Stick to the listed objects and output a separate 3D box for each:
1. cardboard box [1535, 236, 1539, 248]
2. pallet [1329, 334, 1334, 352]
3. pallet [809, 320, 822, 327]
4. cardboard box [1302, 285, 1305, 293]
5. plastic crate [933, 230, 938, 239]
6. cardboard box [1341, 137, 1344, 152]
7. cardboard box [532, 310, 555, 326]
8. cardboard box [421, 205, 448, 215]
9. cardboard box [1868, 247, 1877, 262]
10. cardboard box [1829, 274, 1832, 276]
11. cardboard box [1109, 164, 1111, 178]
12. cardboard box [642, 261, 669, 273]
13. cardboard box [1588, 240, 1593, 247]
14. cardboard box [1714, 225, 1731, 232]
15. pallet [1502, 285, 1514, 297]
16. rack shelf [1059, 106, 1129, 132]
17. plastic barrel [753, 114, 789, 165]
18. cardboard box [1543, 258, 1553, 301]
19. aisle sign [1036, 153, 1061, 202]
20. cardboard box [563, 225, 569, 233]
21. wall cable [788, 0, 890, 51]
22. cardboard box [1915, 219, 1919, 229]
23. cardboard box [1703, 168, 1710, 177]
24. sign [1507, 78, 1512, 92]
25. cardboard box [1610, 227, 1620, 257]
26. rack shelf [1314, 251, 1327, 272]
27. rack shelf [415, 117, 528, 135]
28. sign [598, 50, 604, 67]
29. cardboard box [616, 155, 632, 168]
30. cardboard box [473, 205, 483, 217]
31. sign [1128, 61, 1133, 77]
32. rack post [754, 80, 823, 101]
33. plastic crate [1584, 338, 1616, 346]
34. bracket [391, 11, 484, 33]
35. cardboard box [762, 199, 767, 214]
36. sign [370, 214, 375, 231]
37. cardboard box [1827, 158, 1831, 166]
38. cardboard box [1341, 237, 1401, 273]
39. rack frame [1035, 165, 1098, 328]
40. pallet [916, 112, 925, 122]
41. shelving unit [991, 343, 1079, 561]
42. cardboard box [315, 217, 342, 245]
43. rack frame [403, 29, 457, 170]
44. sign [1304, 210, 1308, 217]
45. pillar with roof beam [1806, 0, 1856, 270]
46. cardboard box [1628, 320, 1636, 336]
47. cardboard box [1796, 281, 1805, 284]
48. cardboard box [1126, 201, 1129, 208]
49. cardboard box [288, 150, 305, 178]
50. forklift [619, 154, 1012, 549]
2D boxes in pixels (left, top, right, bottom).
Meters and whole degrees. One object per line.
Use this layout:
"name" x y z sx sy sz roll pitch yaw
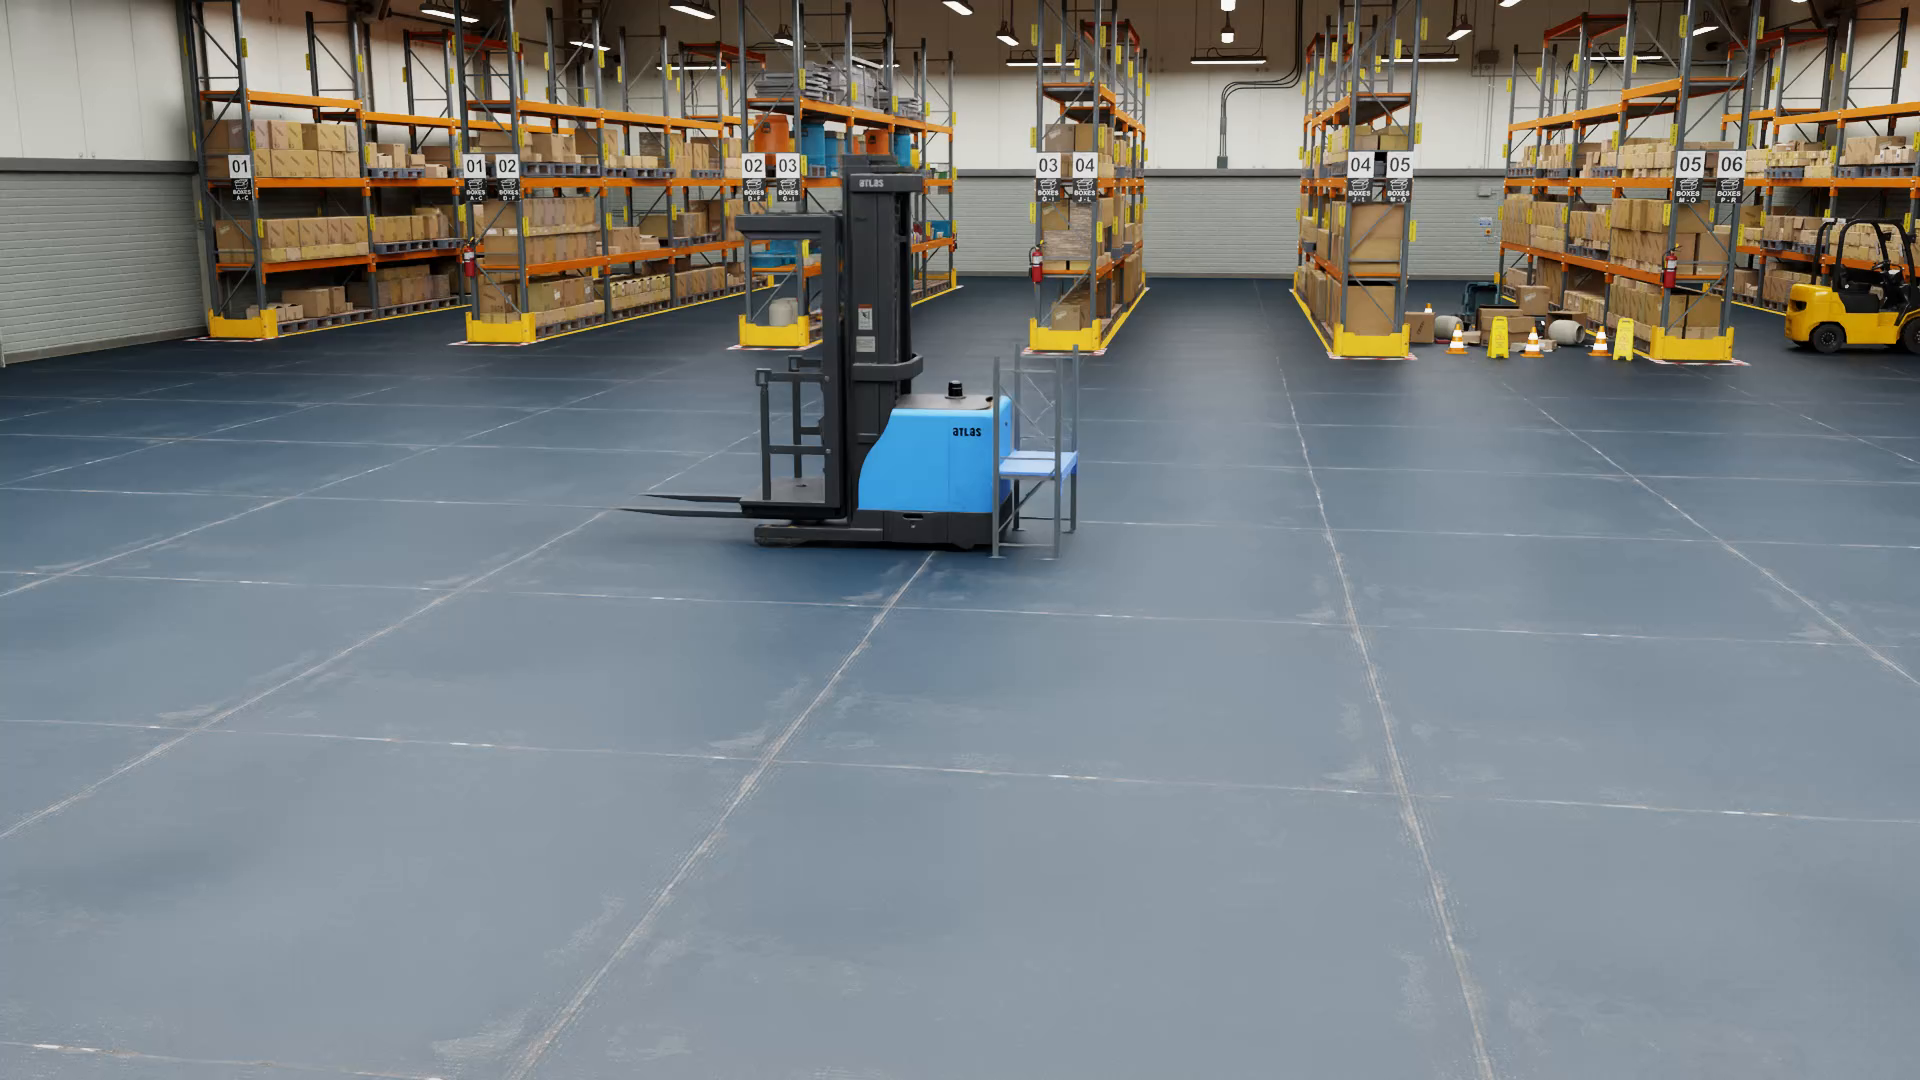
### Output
"cardboard box" 12.976 -6.553 36.639 0.500 0.250 0.500 2 12 7
"pallet" 6.676 -3.265 27.642 1.003 0.211 1.213 2 12 9
"pallet" -2.863 -3.878 30.485 1.003 0.211 1.213 2 12 9
"cardboard box" 8.200 -5.861 38.841 0.380 0.149 0.250 2 12 9
"plastic crate" -0.750 -7.644 41.596 0.416 0.233 0.300 2 12 9
"cardboard box" 6.508 -6.467 27.175 0.500 0.250 0.500 2 12 9
"cardboard box" -7.667 -4.032 30.114 0.500 0.250 0.500 2 12 9
"cardboard box" -11.894 -7.461 37.723 0.500 0.250 0.500 2 12 10
"cardboard box" 17.055 -5.240 30.542 0.500 0.250 0.500 2 12 9
"cardboard box" 18.213 -5.442 34.522 0.380 0.149 0.250 2 12 7
"cardboard box" 2.458 -6.655 29.988 0.500 0.250 0.500 2 12 10
"cardboard box" -6.896 -6.202 37.759 0.500 0.250 0.500 2 12 11
"cardboard box" 12.238 -5.671 31.787 0.380 0.149 0.250 2 12 10
"cardboard box" 18.567 -7.477 40.216 0.500 0.250 0.500 2 12 9
"pallet" 13.953 -6.118 40.882 1.003 0.211 1.213 2 12 9
"rack shelf" 2.668 -8.275 32.689 1.077 0.370 4.000 2 12 9
"plastic barrel" -3.200 -6.788 28.235 0.600 0.830 0.708 2 12 9
"cardboard box" 13.235 -5.664 36.203 0.875 0.875 0.875 2 12 10
"aisle sign" 1.439 -5.908 27.118 0.394 0.787 0.004 2 12 9
"cardboard box" -7.492 -5.778 30.907 0.380 0.149 0.250 2 12 11
"wall cable" -3.523 -15.538 48.317 3.097 2.526 0.112 2 12 9
"cardboard box" 16.716 -5.447 28.665 0.380 0.149 0.250 2 12 10
"cardboard box" 11.861 -5.779 26.166 0.380 0.149 0.250 1 12 7
"sign" 13.451 -11.136 40.714 0.100 0.325 0.005 2 12 9
"cardboard box" 11.810 -5.264 29.356 0.500 0.500 0.500 2 12 8
"rack shelf" 7.554 -5.356 32.435 1.077 0.370 4.000 2 12 9
"rack shelf" -11.400 -9.589 38.786 1.077 0.370 4.000 2 12 9
"sign" -6.883 -9.239 31.909 0.100 0.325 0.005 2 12 9
"cardboard box" -7.073 -7.789 34.257 0.500 0.250 0.500 1 12 4
"cardboard box" -11.301 -7.556 38.165 0.500 0.250 0.500 2 12 8
"sign" 3.513 -9.718 34.324 0.100 0.325 0.005 2 12 9
"rack post" -2.907 -7.643 28.283 0.937 0.300 0.954 3 13 15
"plastic crate" 11.101 -3.425 28.695 0.402 0.080 0.583 -2 12 -11
"bracket" -11.951 -11.848 38.068 0.076 0.066 4.783 2 12 9
"cardboard box" -5.379 -8.729 43.768 0.500 0.500 0.500 2 12 8
"sign" -11.785 -6.362 33.340 0.100 0.325 0.005 2 12 9
"cardboard box" 17.549 -7.548 33.186 0.380 0.149 0.250 2 12 7
"cardboard box" 6.643 -4.611 26.913 0.875 0.550 0.550 2 12 9
"rack frame" 1.745 -4.641 27.407 1.000 3.000 0.127 2 12 9
"pallet" -1.400 -9.771 38.369 1.003 0.211 1.213 2 12 9
"shelving unit" 0.584 -0.696 12.665 0.538 1.500 1.048 2 12 10
"cardboard box" -12.249 -5.941 31.969 0.500 0.500 0.500 2 12 7
"rack frame" -11.707 -9.720 36.737 1.000 3.000 0.127 2 12 9
"sign" 7.939 -7.396 38.138 0.100 0.325 0.005 2 12 9
"pillar with roof beam" 15.032 -9.845 37.318 9.100 9.000 0.548 2 12 9
"cardboard box" 11.558 -3.574 27.989 0.500 0.250 0.500 1 12 7
"cardboard box" 17.691 -5.116 34.549 0.500 0.500 0.500 2 12 11
"cardboard box" 3.501 -7.545 38.264 0.797 0.503 0.637 2 12 7
"cardboard box" -12.446 -6.928 30.613 0.500 0.500 0.500 2 12 11
"forklift" -1.140 -1.483 12.918 3.031 2.935 1.130 2 12 8
